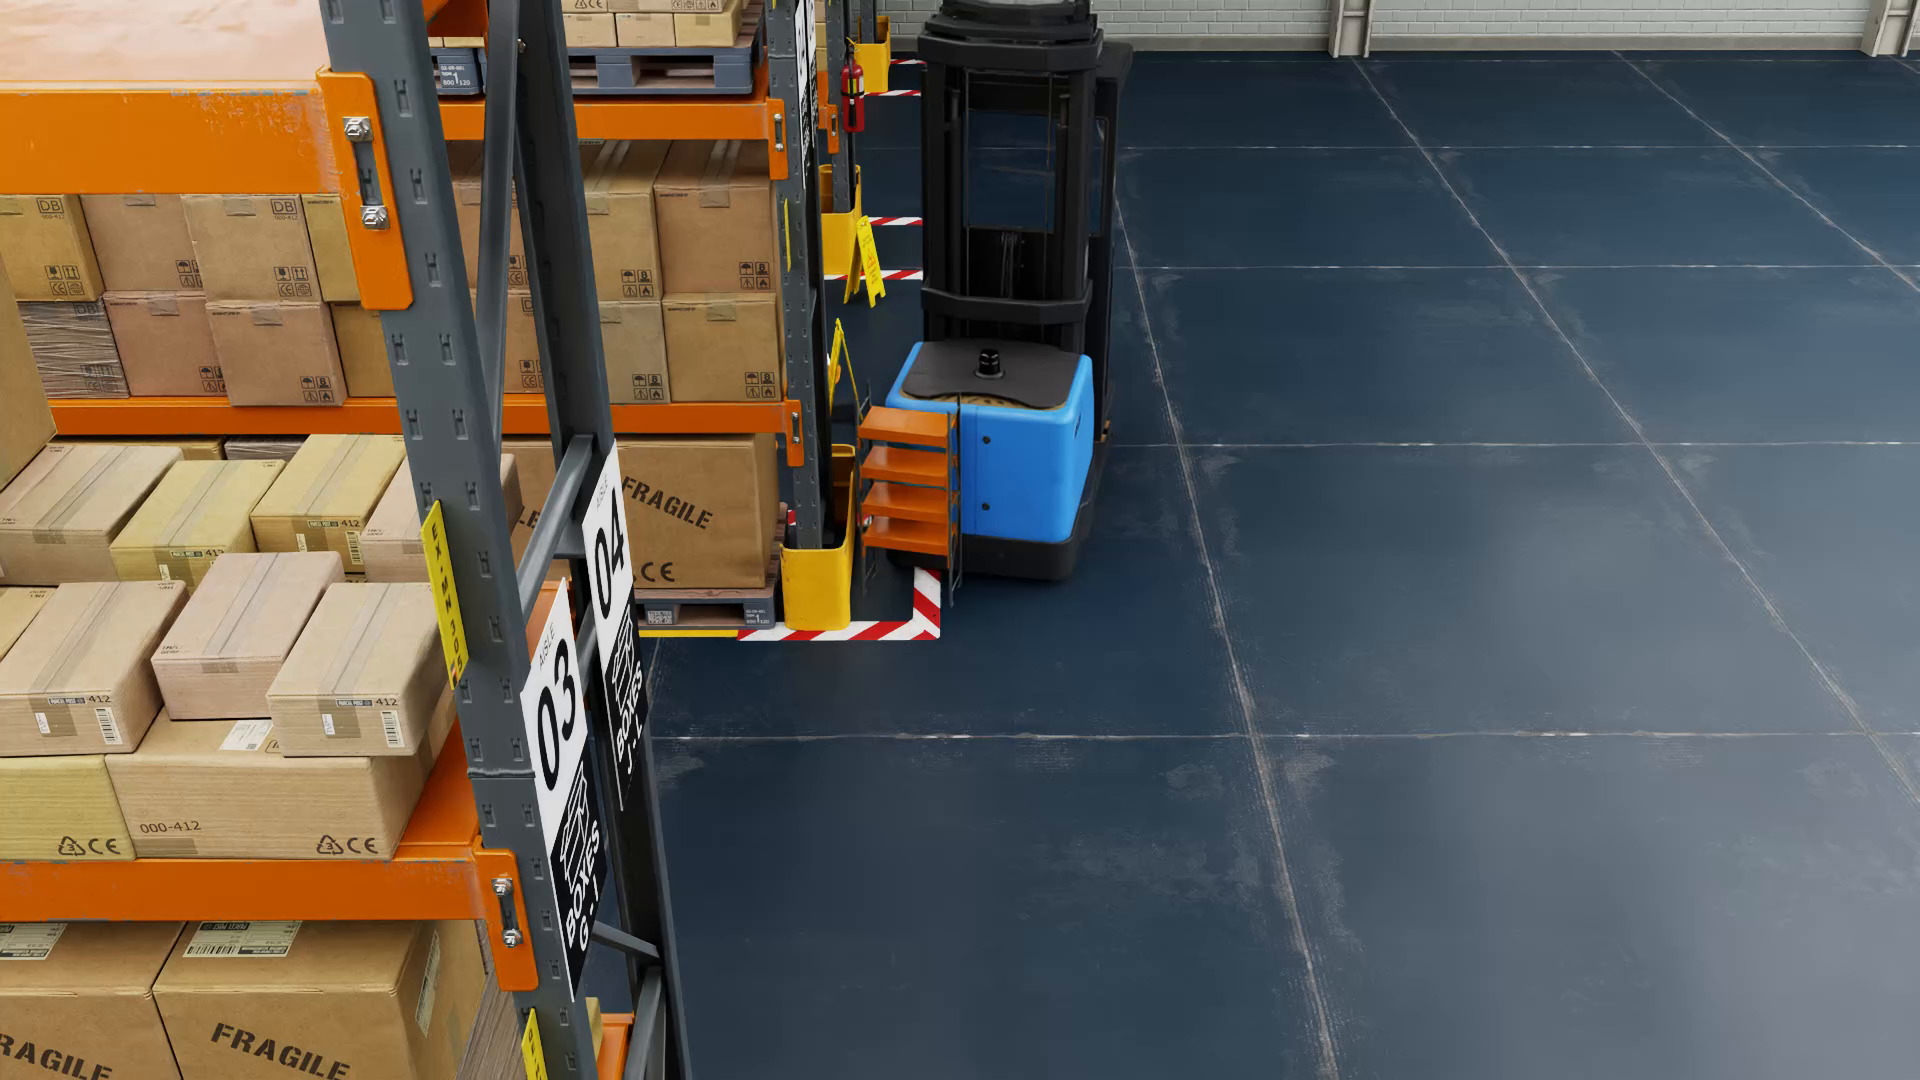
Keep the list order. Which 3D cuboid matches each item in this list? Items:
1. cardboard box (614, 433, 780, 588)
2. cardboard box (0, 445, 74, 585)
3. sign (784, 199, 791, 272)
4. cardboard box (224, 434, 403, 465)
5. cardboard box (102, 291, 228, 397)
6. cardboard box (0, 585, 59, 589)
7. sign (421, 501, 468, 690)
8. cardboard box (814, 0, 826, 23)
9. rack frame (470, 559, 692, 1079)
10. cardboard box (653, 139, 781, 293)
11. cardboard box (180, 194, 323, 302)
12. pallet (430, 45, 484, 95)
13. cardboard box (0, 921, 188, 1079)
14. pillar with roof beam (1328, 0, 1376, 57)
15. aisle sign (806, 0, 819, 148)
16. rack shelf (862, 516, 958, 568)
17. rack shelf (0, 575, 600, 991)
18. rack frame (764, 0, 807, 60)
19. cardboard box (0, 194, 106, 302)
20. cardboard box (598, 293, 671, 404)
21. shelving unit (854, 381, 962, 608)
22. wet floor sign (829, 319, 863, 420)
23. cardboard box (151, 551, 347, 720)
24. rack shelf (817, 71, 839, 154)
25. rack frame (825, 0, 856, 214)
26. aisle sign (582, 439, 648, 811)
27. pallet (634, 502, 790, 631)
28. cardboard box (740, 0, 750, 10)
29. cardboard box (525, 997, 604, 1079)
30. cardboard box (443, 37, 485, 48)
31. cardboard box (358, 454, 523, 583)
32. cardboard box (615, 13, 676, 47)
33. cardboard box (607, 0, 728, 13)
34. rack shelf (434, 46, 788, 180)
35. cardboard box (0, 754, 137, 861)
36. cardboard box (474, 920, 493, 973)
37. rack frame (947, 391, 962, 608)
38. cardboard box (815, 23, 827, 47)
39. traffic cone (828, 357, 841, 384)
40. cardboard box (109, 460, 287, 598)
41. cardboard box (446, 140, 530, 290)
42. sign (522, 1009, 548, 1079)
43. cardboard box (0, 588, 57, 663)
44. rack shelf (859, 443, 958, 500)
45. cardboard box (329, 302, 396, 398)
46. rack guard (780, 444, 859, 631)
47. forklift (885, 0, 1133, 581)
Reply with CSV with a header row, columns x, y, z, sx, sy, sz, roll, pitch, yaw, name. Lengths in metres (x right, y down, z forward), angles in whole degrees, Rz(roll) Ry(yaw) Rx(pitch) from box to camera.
x,y,z,sx,sy,sz,roll,pitch,yaw,name
-1.469,-0.338,8.947,0.875,0.875,0.875,0,31,0,cardboard box
-2.167,-0.060,3.714,0.250,0.149,0.380,0,31,0,cardboard box
-0.802,-1.418,7.739,0.005,0.325,0.100,0,31,0,sign
-3.261,-0.332,8.938,0.875,0.875,0.875,0,31,0,cardboard box
-3.873,-1.175,8.540,0.550,0.550,0.875,0,31,0,cardboard box
-1.862,0.124,3.796,0.500,0.250,0.500,-1,31,-1,cardboard box
-0.879,0.097,2.842,0.005,0.325,0.100,0,31,0,sign
-1.415,-5.513,17.116,0.500,0.250,0.500,1,31,1,cardboard box
-0.863,1.470,4.324,0.127,3.000,1.000,0,31,0,rack frame
-1.163,-1.648,8.277,0.550,0.550,0.875,0,31,0,cardboard box
-3.332,-1.592,8.186,0.550,0.550,0.875,0,31,0,cardboard box
-2.756,-2.334,7.789,1.213,0.211,1.003,0,31,0,pallet
-1.911,1.007,3.740,0.500,0.500,0.500,0,31,0,cardboard box
4.368,-7.061,12.601,0.400,9.000,9.100,0,31,0,pillar with roof beam
-0.722,-2.370,8.148,0.004,0.787,0.394,0,31,0,aisle sign
-0.264,-0.006,8.999,0.480,0.148,0.258,7,33,11,rack shelf
-2.863,0.502,3.722,4.000,0.370,1.077,0,31,0,rack shelf
-0.791,-3.668,7.009,0.127,3.000,1.000,0,31,0,rack frame
-4.422,-1.600,8.198,0.550,0.550,0.875,0,31,0,cardboard box
-1.712,-1.129,8.464,0.550,0.550,0.875,0,31,0,cardboard box
-0.265,-0.230,8.856,0.503,1.200,0.258,7,33,11,shelving unit
-0.774,-1.124,10.869,0.232,0.644,0.267,-5,32,-9,wet floor sign
-1.399,0.184,3.312,0.250,0.149,0.380,-1,31,-2,cardboard box
-2.922,-3.356,12.973,4.000,0.370,1.077,0,31,0,rack shelf
-0.922,-3.670,12.797,0.127,3.000,1.000,0,31,0,rack frame
-0.802,0.203,3.907,0.004,0.787,0.394,0,31,0,aisle sign
-1.591,0.132,9.218,1.213,0.211,1.003,0,31,0,pallet
-1.136,-2.665,7.990,0.250,0.149,0.380,0,31,0,cardboard box
-1.149,1.455,4.592,0.250,0.149,0.380,0,31,0,cardboard box
-2.140,-2.320,7.421,0.250,0.149,0.380,-1,31,-1,cardboard box
-1.139,-0.038,3.678,0.250,0.149,0.380,0,31,-1,cardboard box
-1.374,-2.323,7.425,0.250,0.149,0.380,0,31,0,cardboard box
-1.279,-2.524,7.373,0.500,0.250,0.500,0,31,0,cardboard box
-2.791,-2.072,7.963,4.000,0.370,1.077,0,31,0,rack shelf
-1.842,0.388,3.360,0.500,0.250,0.500,0,31,0,cardboard box
-1.414,0.733,4.192,0.500,0.500,0.500,0,31,0,cardboard box
-0.028,-0.201,8.808,0.015,1.200,0.240,7,33,11,rack frame
-1.441,-5.299,17.245,0.500,0.250,0.500,-1,31,-1,cardboard box
-0.998,-1.340,11.402,0.334,0.463,0.336,0,31,0,traffic cone
-1.651,-0.022,3.653,0.250,0.149,0.380,-1,31,-1,cardboard box
-2.273,-1.667,8.309,0.550,0.550,0.875,0,31,0,cardboard box
-0.879,1.128,3.467,0.005,0.325,0.100,0,31,0,sign
-1.923,0.255,3.196,0.250,0.149,0.380,0,31,0,cardboard box
-0.266,-0.362,8.773,0.480,0.148,0.258,7,33,11,rack shelf
-2.803,-1.170,8.531,0.500,0.550,0.875,0,31,0,cardboard box
-0.767,-0.034,9.214,0.348,0.500,1.175,0,31,0,rack guard
0.373,-1.780,9.747,1.130,2.935,3.031,6,32,9,forklift
